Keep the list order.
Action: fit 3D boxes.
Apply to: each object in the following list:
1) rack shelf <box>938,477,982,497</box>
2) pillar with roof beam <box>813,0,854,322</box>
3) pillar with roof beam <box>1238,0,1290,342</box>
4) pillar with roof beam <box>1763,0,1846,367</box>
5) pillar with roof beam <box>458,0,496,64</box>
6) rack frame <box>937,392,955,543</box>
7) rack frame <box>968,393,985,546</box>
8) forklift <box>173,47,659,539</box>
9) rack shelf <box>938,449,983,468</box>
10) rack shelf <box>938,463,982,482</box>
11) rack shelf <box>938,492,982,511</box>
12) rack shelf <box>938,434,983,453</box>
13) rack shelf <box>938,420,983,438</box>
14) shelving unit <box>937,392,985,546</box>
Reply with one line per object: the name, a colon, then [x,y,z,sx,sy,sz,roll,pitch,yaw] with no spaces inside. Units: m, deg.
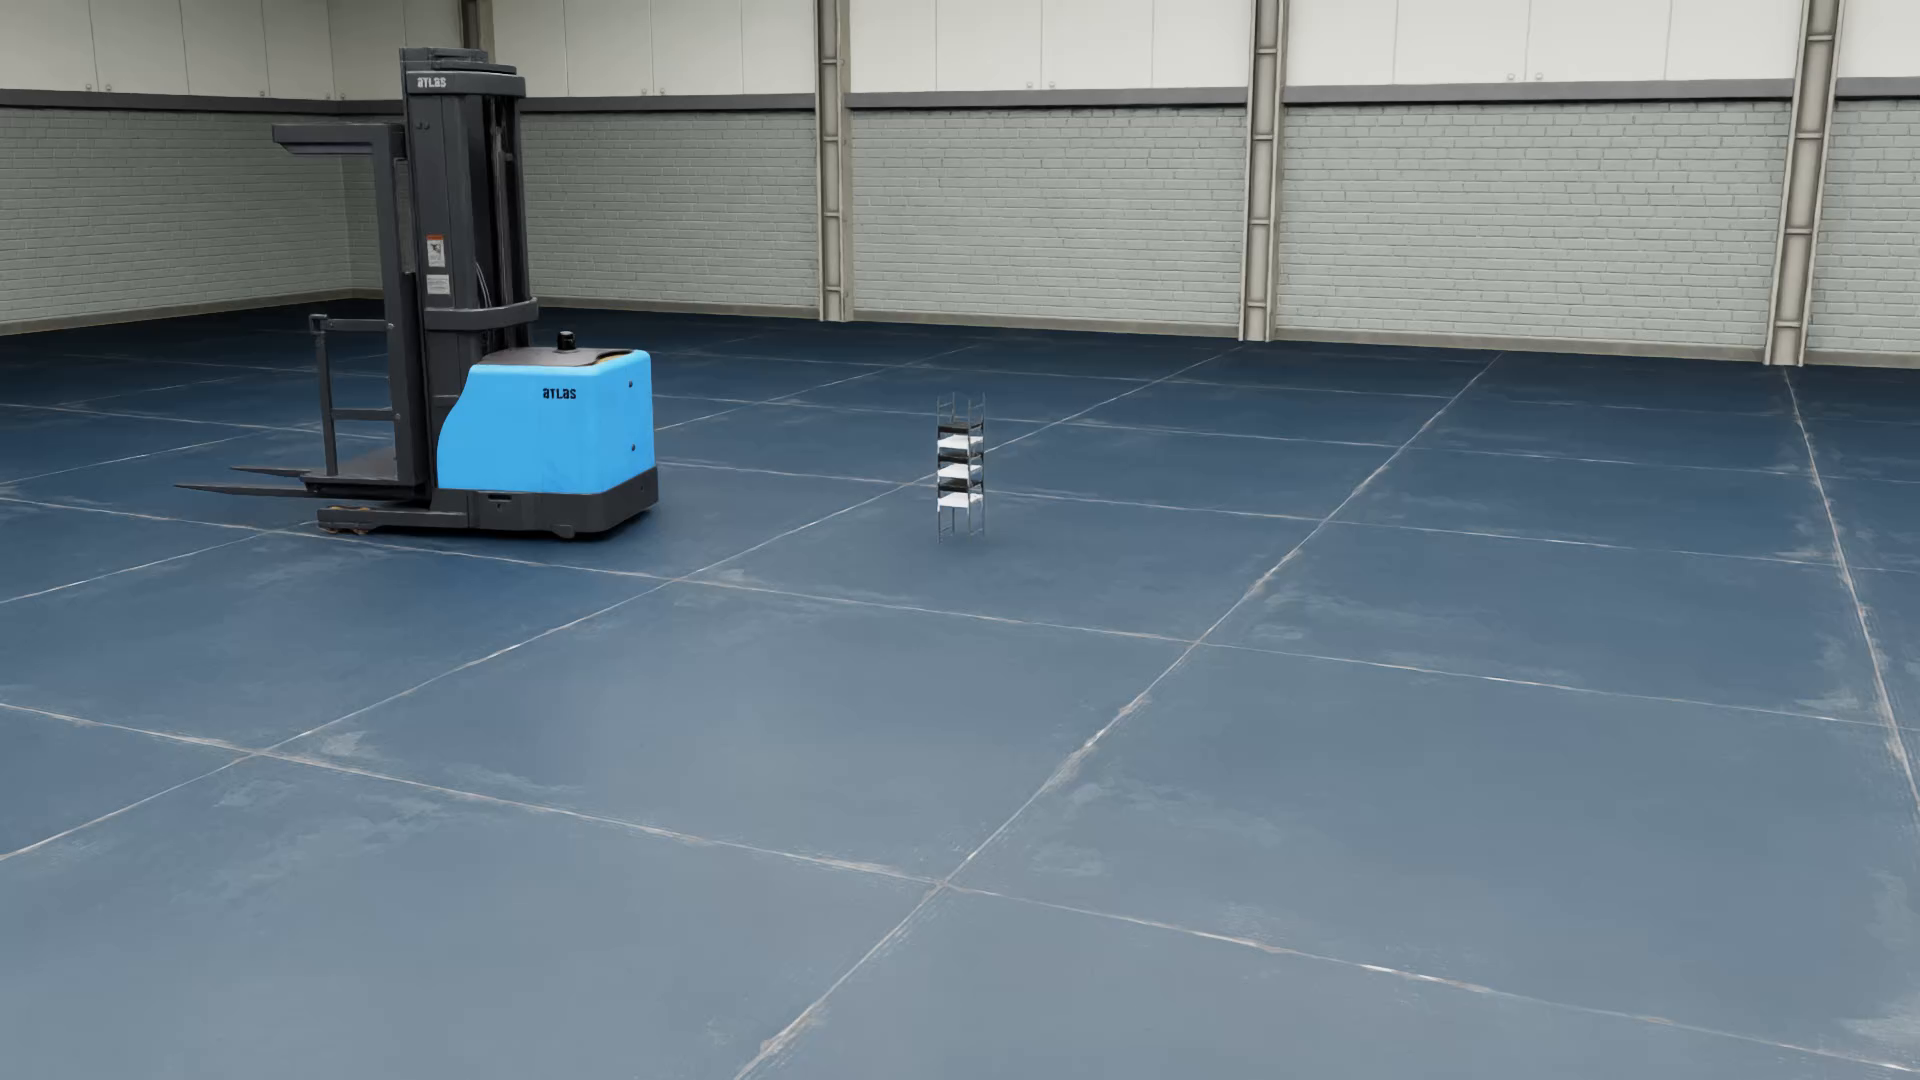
rack shelf: [0.007,-0.317,10.177,0.200,0.077,0.258,6,14,23]
pillar with roof beam: [-3.476,-6.567,18.542,0.400,9.000,9.100,6,14,23]
pillar with roof beam: [2.010,-6.012,16.177,0.400,9.000,9.100,6,14,23]
pillar with roof beam: [7.496,-5.457,13.811,0.400,9.000,9.100,6,14,23]
pillar with roof beam: [-8.962,-7.122,20.908,0.400,9.000,9.100,6,14,23]
rack frame: [-0.086,-0.447,10.189,0.006,0.900,0.240,6,14,23]
rack frame: [0.100,-0.428,10.109,0.006,0.900,0.240,6,14,23]
forklift: [-3.569,-1.579,10.568,3.031,2.935,1.130,2,13,10]
rack shelf: [0.007,-0.493,10.136,0.200,0.077,0.258,6,14,23]
rack shelf: [0.007,-0.405,10.156,0.200,0.077,0.258,6,14,23]
rack shelf: [0.007,-0.230,10.198,0.200,0.077,0.258,6,14,23]
rack shelf: [0.007,-0.580,10.115,0.200,0.077,0.258,6,14,23]
rack shelf: [0.007,-0.668,10.095,0.200,0.077,0.258,6,14,23]
shelving unit: [0.007,-0.437,10.149,0.210,0.900,0.258,6,14,23]
